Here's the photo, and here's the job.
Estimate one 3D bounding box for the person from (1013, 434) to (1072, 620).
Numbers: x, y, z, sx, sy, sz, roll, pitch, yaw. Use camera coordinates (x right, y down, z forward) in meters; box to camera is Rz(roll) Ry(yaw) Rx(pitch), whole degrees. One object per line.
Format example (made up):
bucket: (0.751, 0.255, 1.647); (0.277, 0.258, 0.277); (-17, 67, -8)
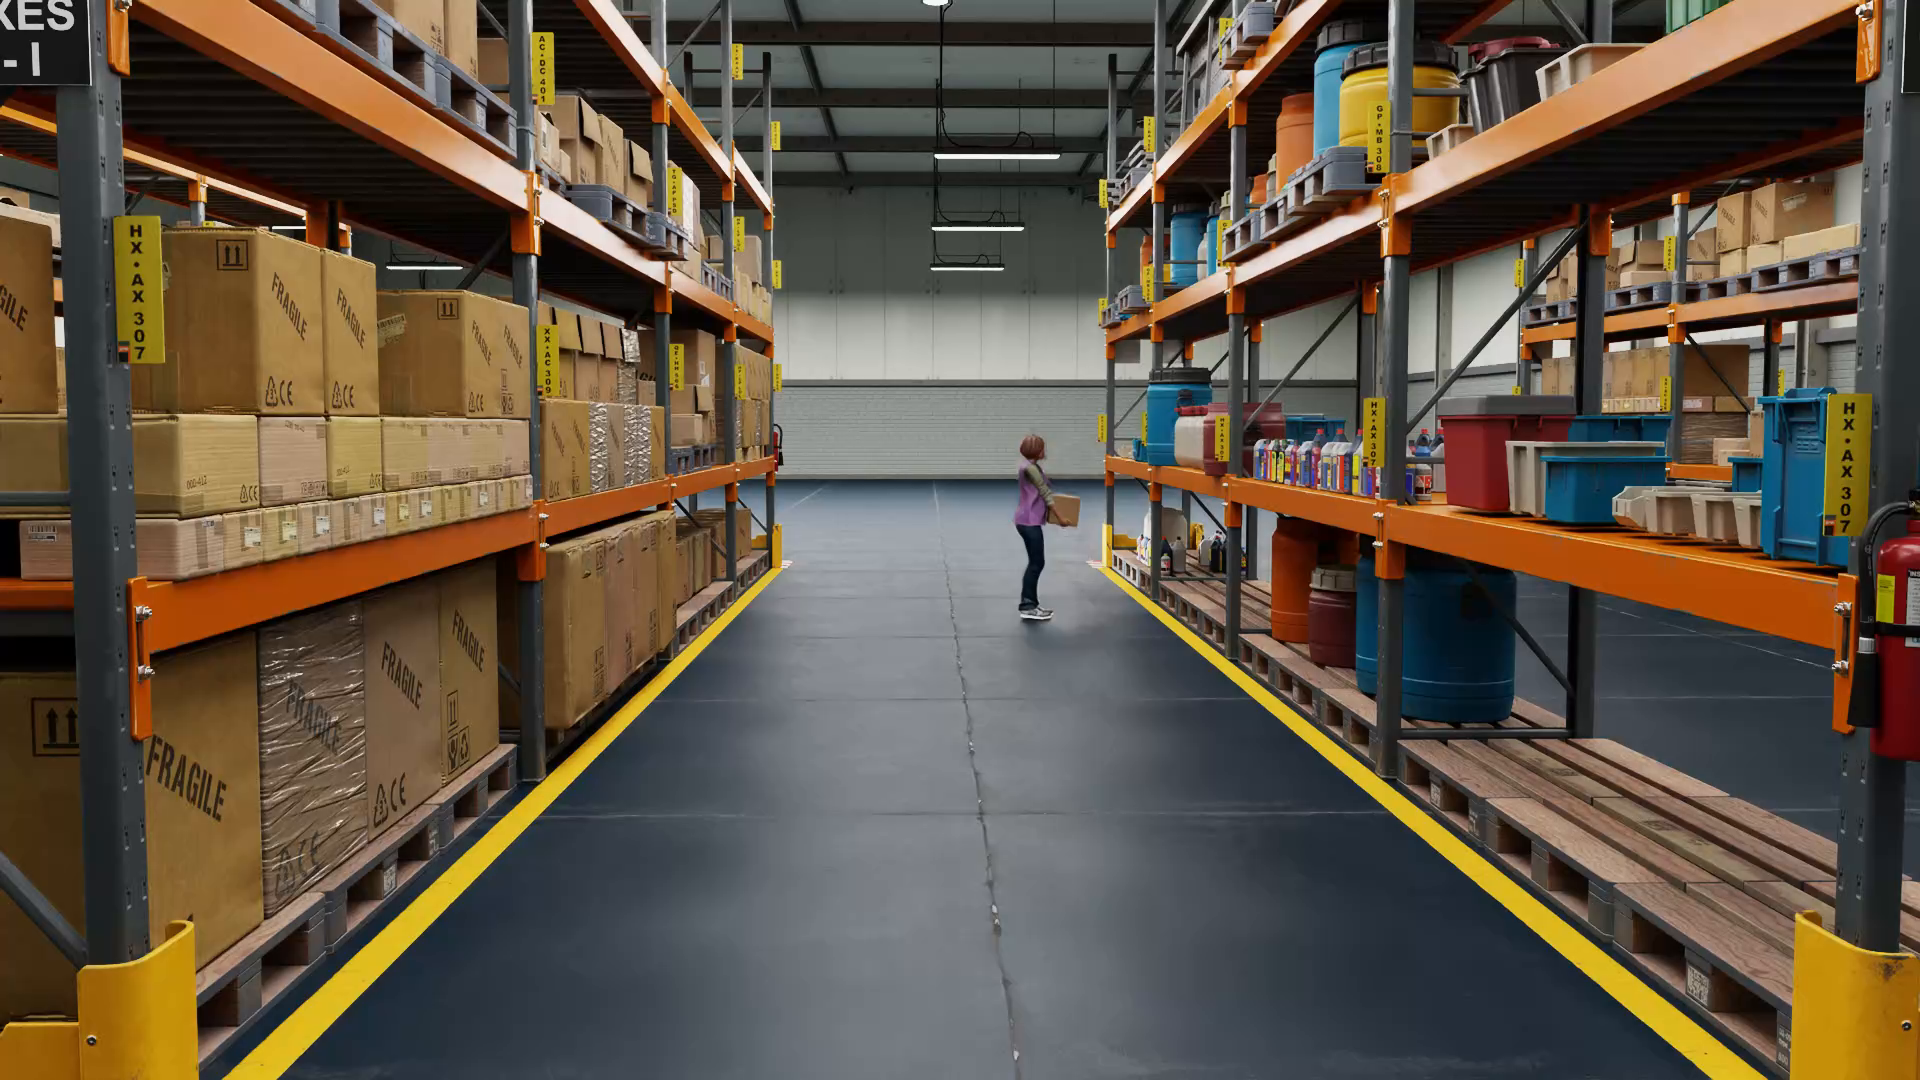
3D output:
person: (0.710, -0.116, 14.440); (0.499, 1.599, 0.375); (0, 4, -2)
